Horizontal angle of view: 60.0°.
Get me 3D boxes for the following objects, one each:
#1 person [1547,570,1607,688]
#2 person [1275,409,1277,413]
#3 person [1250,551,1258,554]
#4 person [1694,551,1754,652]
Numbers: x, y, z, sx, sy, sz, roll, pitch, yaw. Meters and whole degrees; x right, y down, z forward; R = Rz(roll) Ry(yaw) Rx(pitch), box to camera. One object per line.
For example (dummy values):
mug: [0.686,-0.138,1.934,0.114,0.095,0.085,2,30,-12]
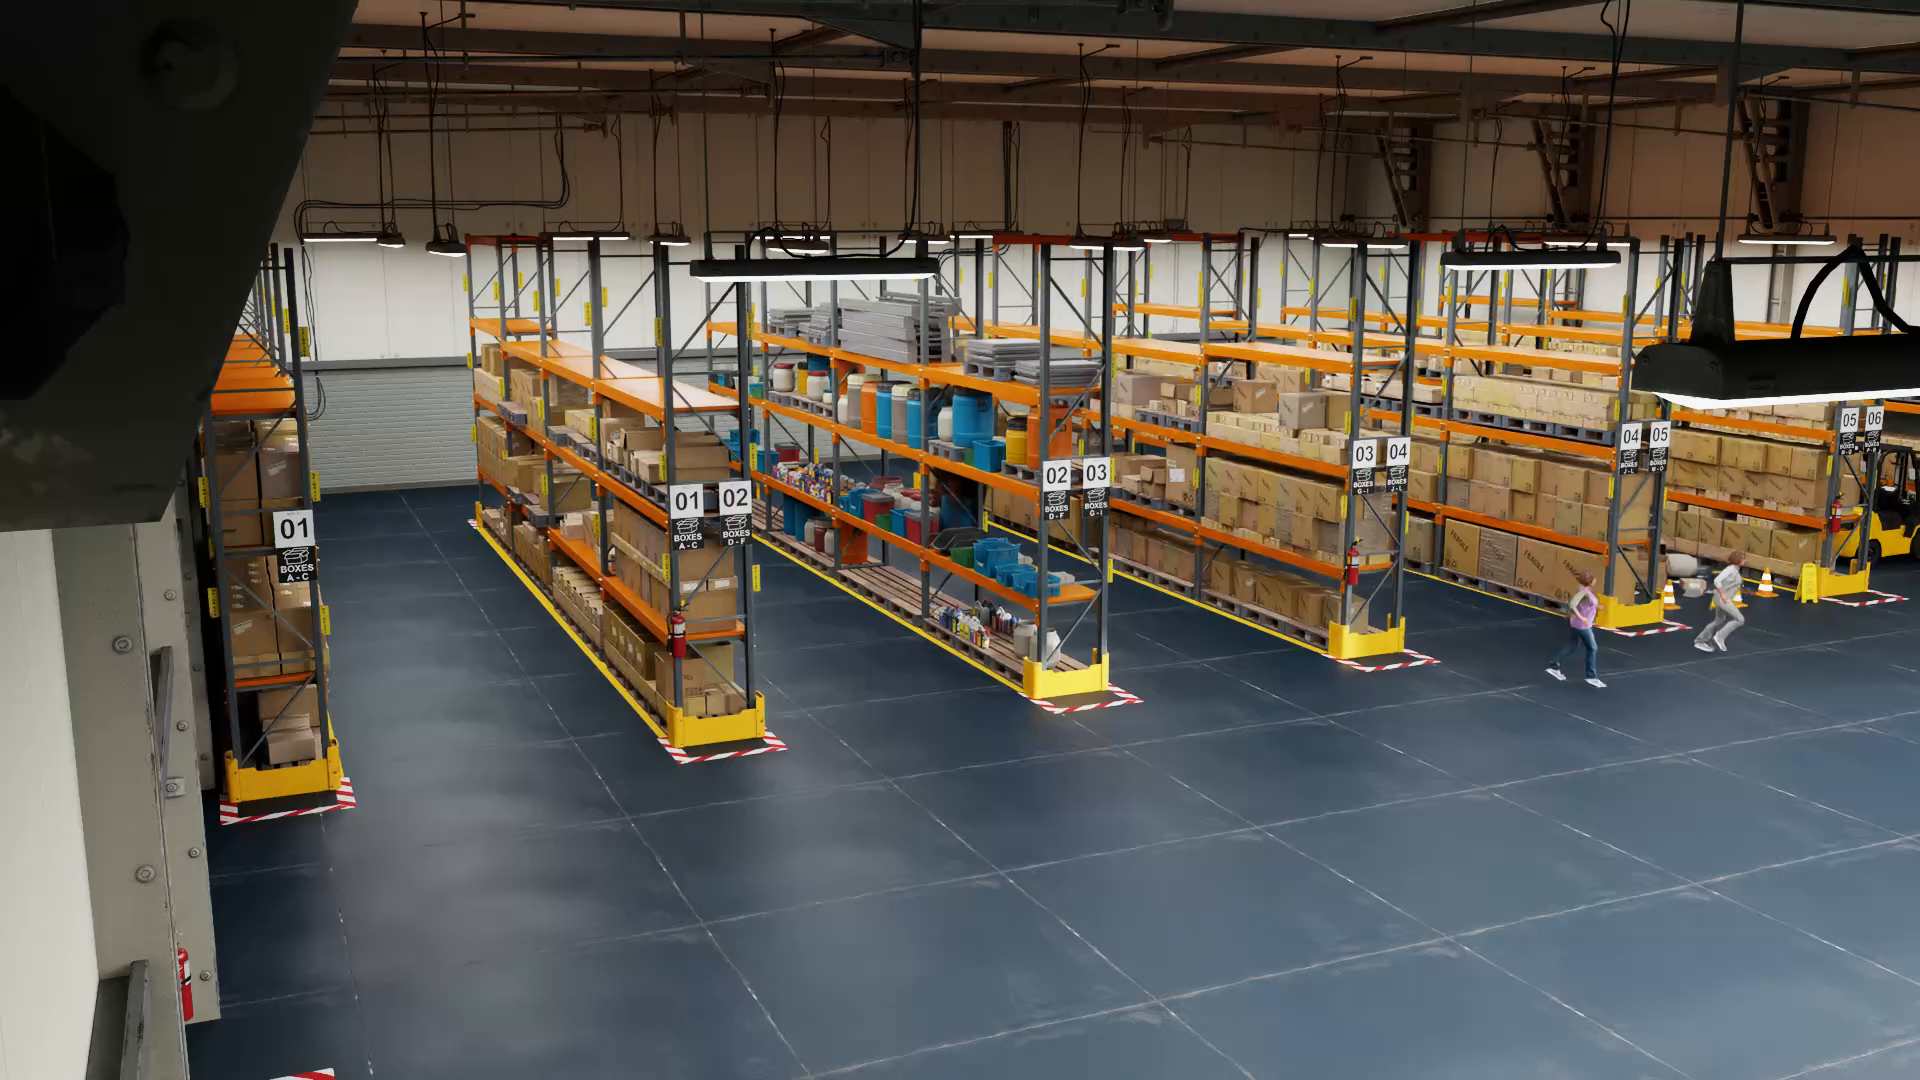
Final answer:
person: [8.446,1.201,22.639,0.773,1.618,0.539,3,11,13]
person: [8.453,-2.982,43.949,0.860,1.729,0.744,3,11,13]
person: [5.702,-0.573,31.492,0.635,1.727,0.564,-5,12,-26]
person: [11.251,0.903,24.449,0.739,1.532,0.522,6,12,28]
